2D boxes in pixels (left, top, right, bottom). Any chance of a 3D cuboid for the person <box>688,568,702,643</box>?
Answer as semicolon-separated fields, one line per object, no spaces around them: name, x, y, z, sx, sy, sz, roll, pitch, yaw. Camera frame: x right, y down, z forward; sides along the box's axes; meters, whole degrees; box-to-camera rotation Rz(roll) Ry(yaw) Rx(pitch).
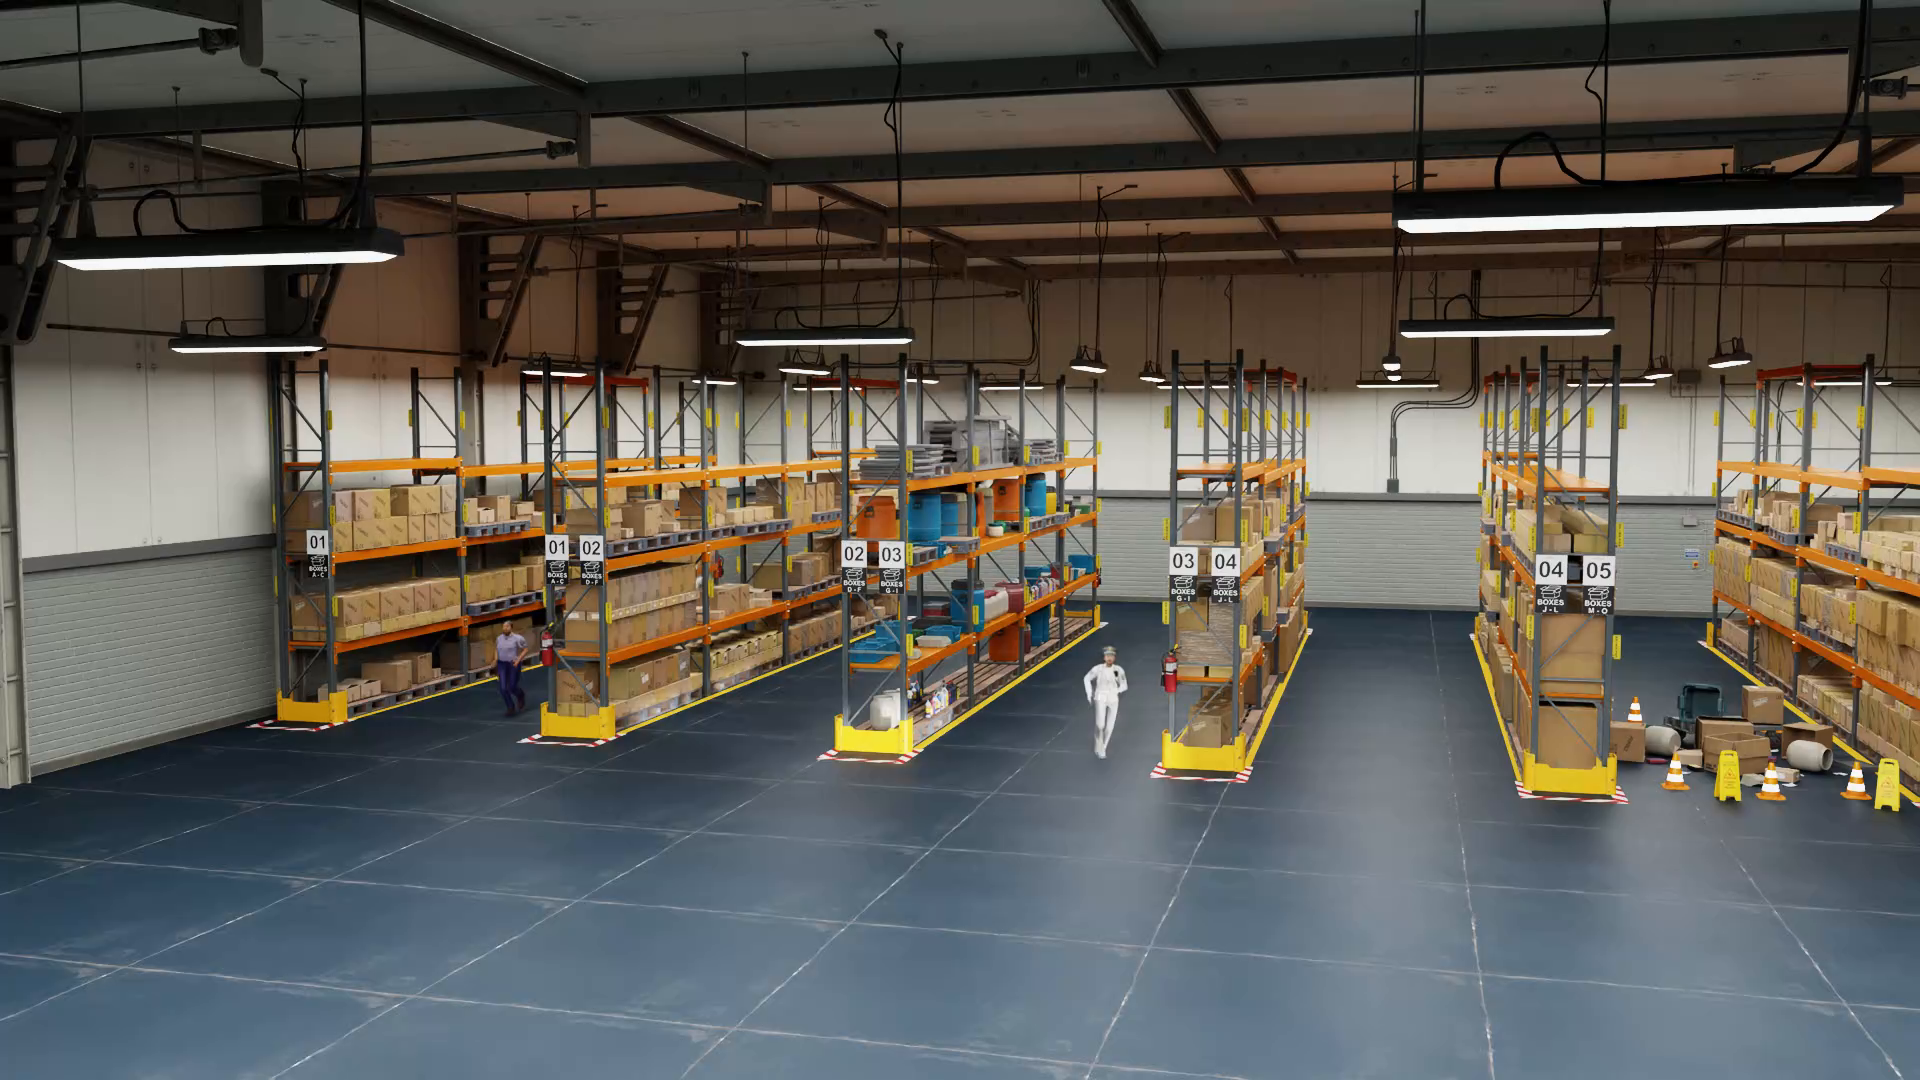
person;-5.898;1.445;37.067;0.685;1.775;1.046;1;4;15

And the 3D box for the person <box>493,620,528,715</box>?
person;-7.675;2.165;28.292;0.586;1.592;0.493;1;4;8

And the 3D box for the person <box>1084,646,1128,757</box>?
person;2.176;2.399;24.644;0.611;1.659;0.553;0;4;-4
